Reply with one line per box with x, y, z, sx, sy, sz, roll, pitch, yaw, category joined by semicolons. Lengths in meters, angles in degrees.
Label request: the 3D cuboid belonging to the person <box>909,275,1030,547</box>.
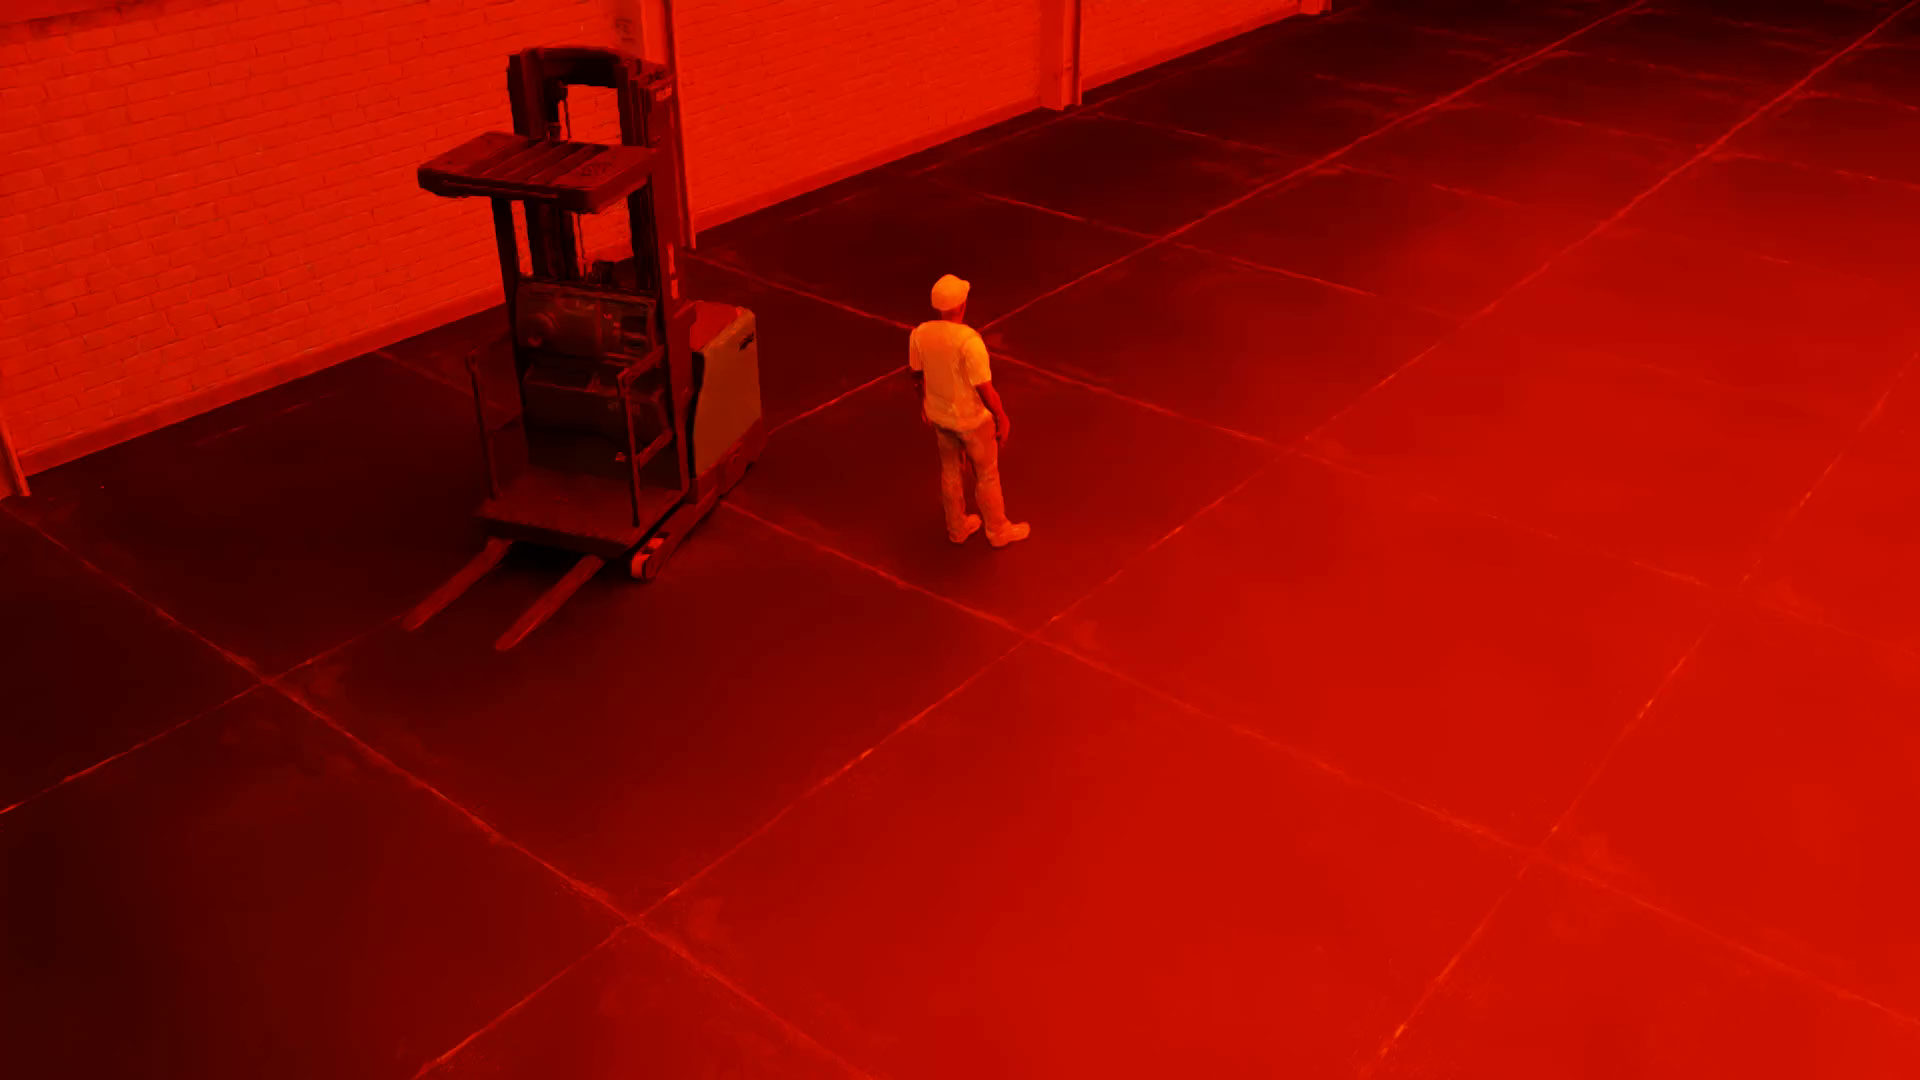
0.048;-0.794;10.095;0.665;1.766;0.576;22;37;33;person

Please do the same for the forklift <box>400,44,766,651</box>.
-2.299;-1.252;9.737;1.130;2.935;3.031;10;32;16;forklift
